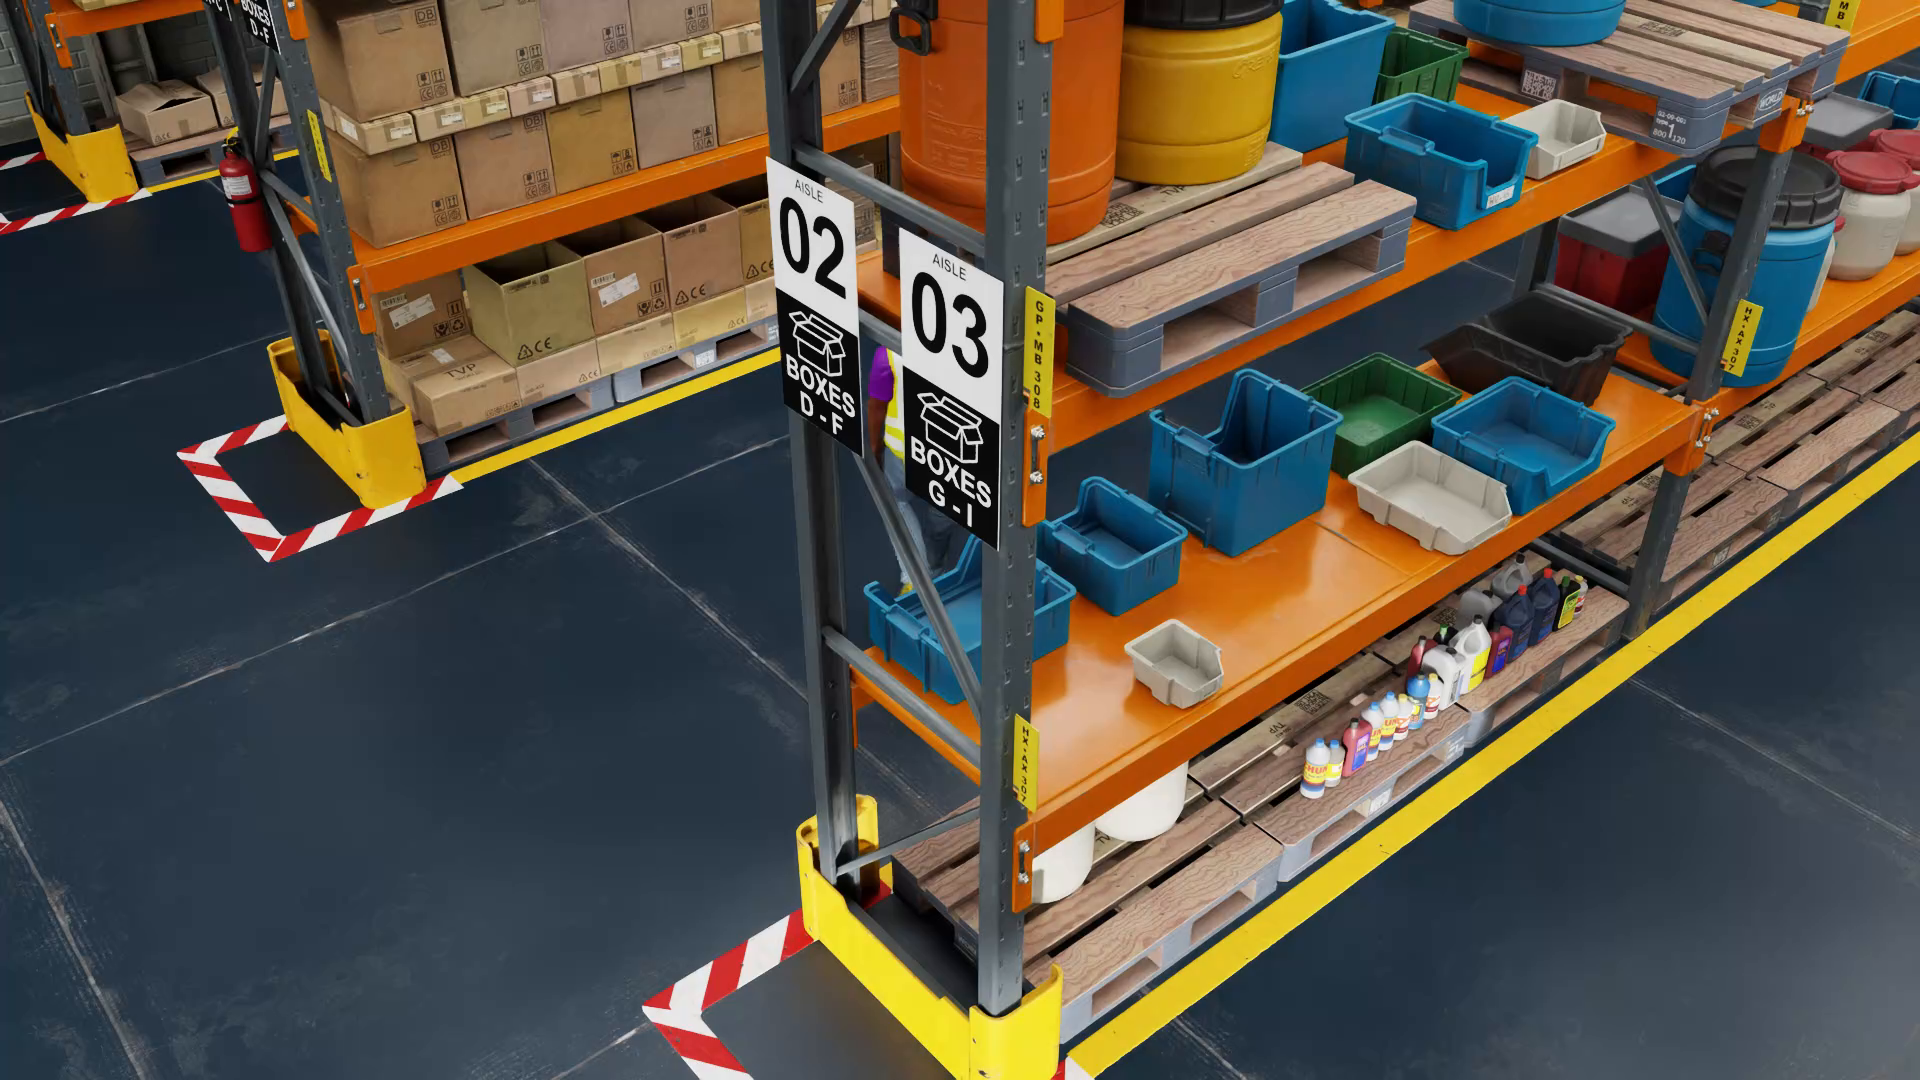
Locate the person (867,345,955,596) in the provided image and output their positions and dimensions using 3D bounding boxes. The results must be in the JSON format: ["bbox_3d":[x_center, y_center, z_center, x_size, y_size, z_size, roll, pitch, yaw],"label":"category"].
[{"bbox_3d":[-0.134,-0.447,7.660,0.583,1.754,0.689,-6,36,-9],"label":"person"}]
